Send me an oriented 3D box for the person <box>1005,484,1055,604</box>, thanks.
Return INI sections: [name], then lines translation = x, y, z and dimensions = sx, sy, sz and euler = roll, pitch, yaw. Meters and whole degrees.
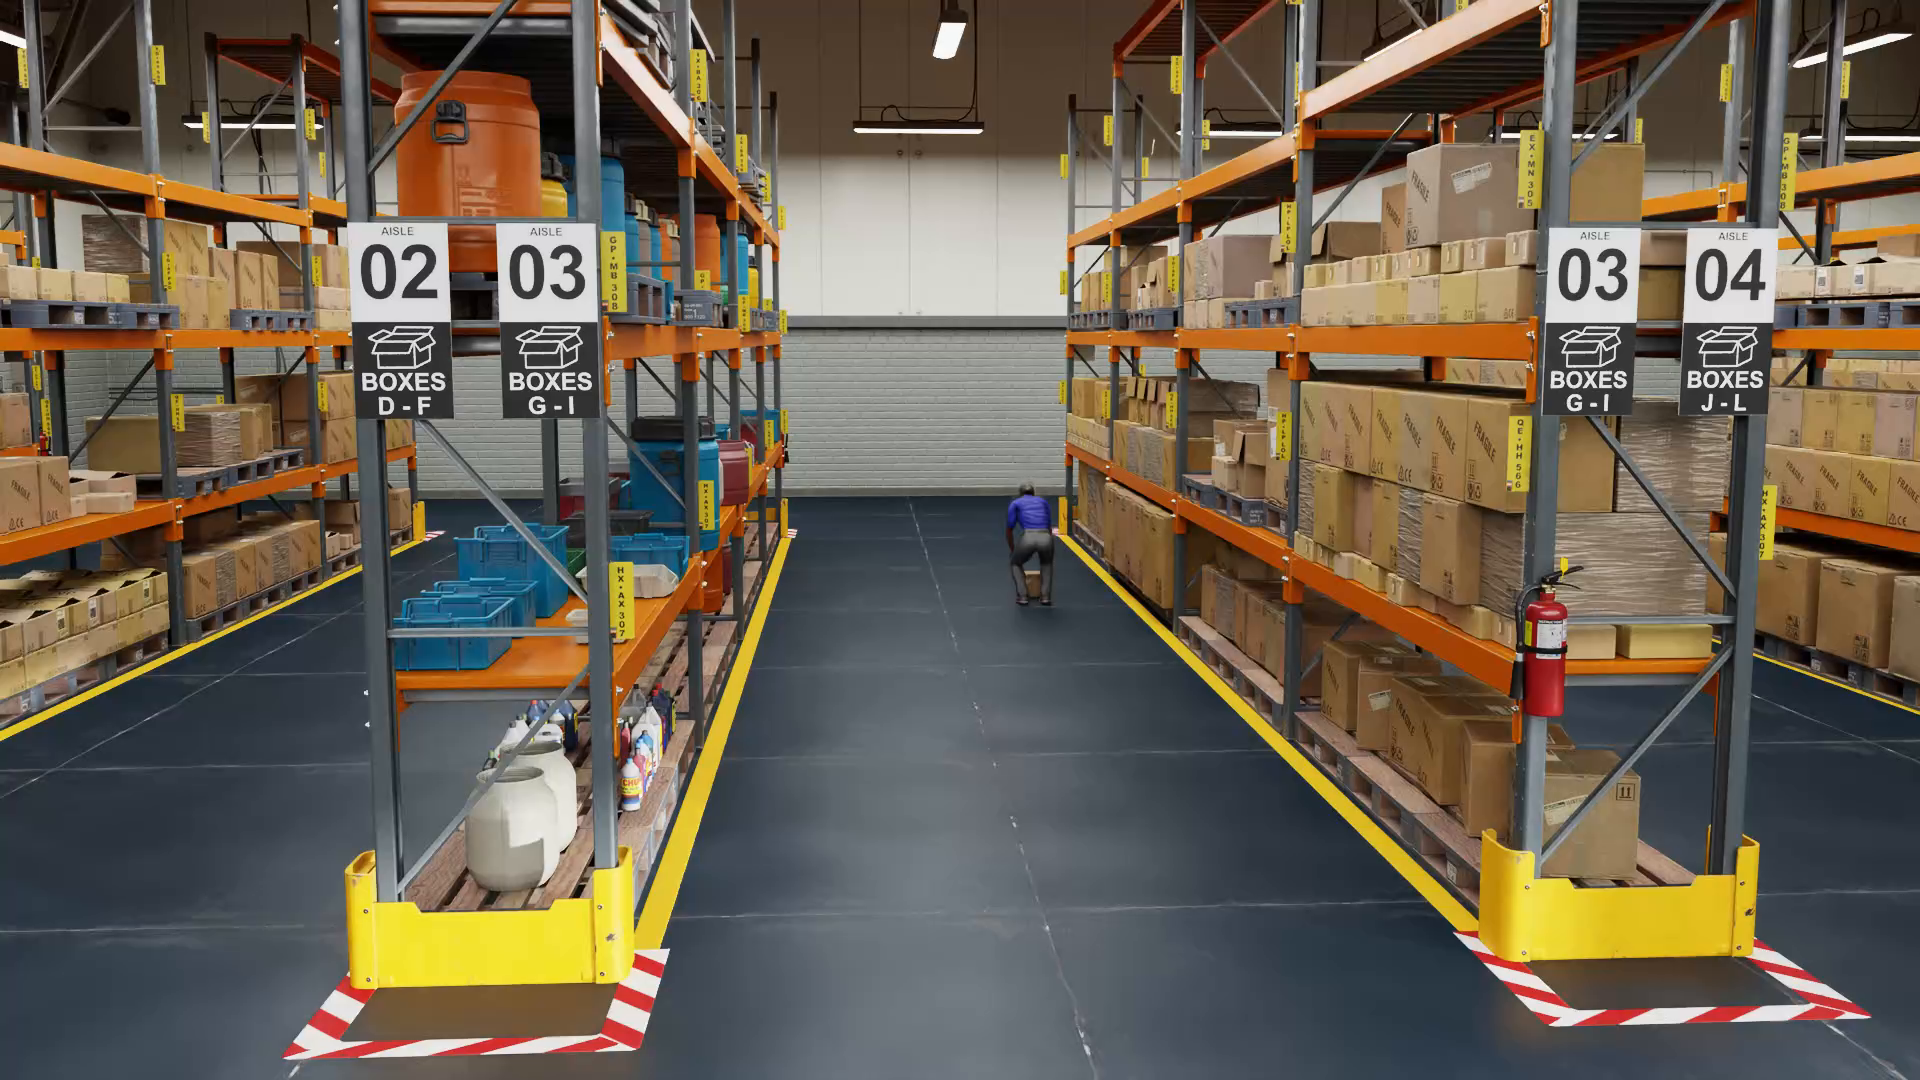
[person]
translation = 0.725, 0.046, 17.232
dimensions = 0.496, 1.219, 0.709
euler = 0, 7, -4
